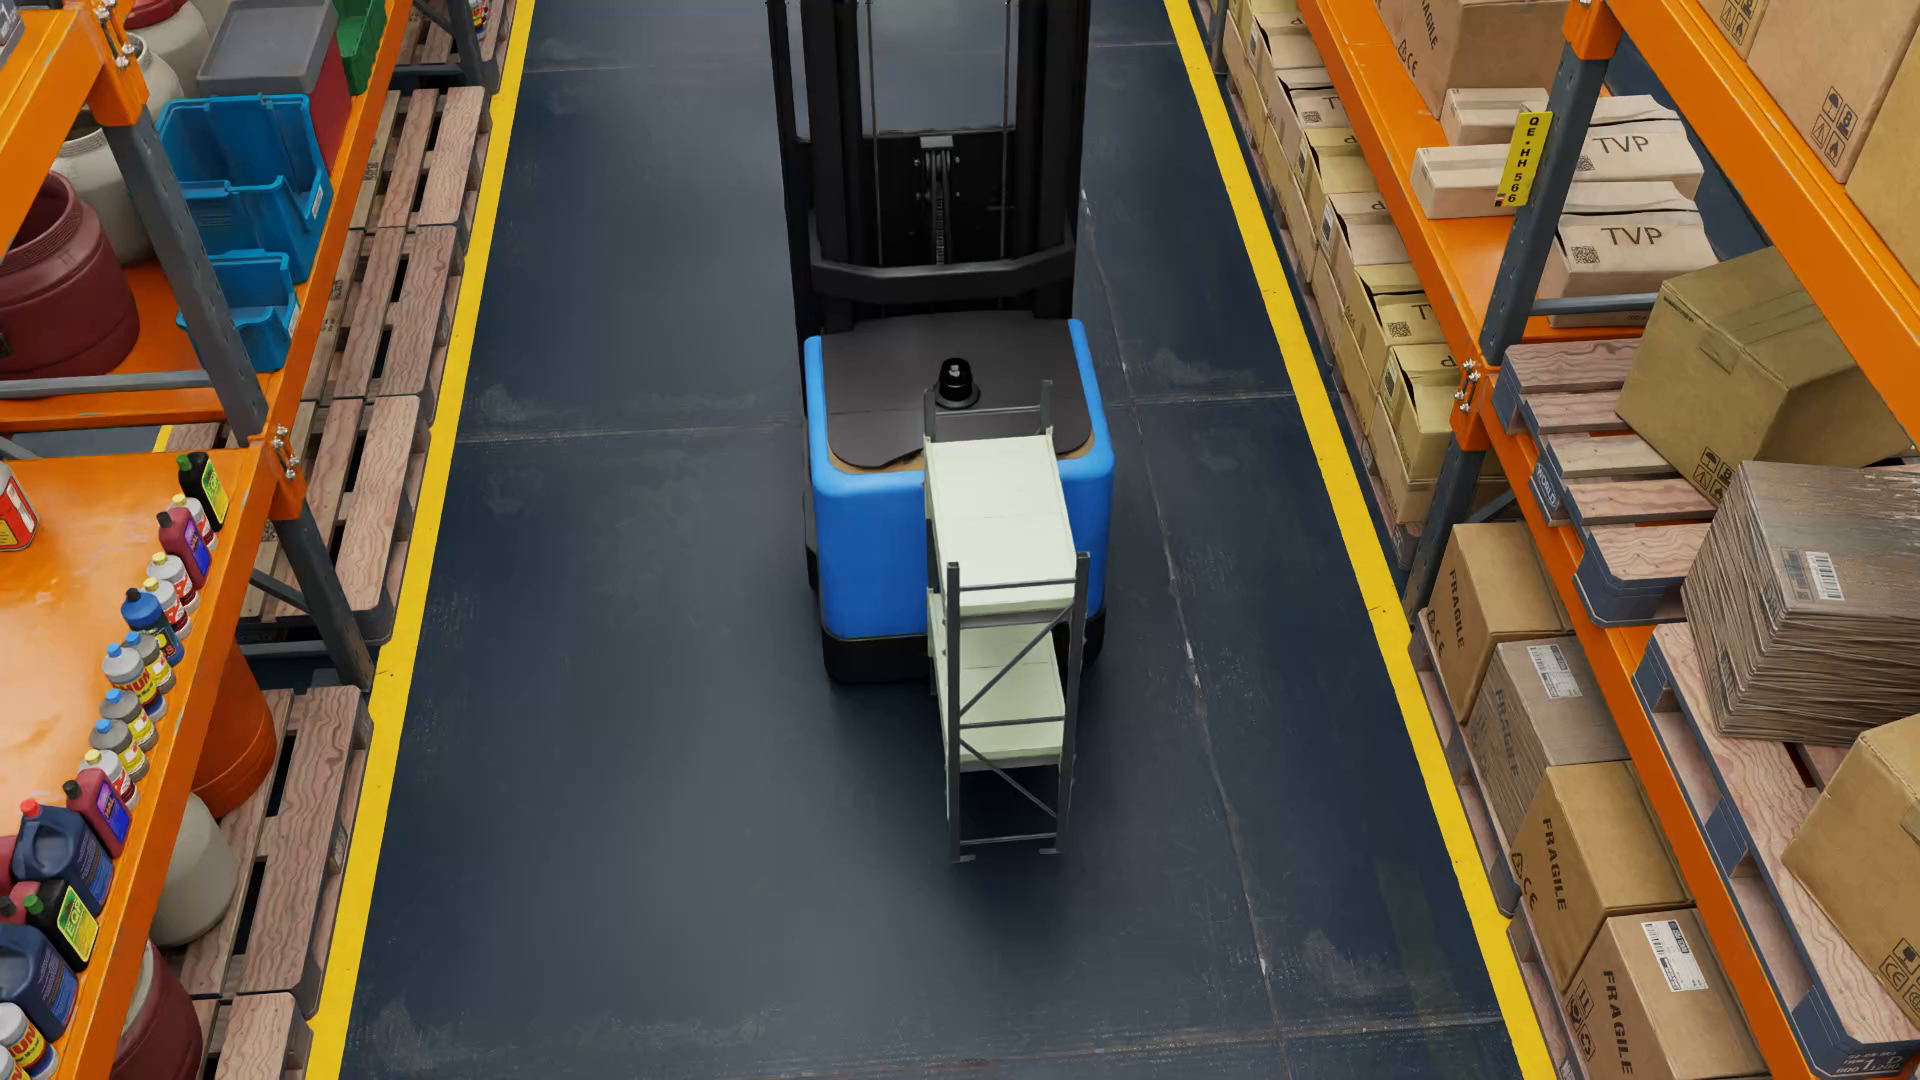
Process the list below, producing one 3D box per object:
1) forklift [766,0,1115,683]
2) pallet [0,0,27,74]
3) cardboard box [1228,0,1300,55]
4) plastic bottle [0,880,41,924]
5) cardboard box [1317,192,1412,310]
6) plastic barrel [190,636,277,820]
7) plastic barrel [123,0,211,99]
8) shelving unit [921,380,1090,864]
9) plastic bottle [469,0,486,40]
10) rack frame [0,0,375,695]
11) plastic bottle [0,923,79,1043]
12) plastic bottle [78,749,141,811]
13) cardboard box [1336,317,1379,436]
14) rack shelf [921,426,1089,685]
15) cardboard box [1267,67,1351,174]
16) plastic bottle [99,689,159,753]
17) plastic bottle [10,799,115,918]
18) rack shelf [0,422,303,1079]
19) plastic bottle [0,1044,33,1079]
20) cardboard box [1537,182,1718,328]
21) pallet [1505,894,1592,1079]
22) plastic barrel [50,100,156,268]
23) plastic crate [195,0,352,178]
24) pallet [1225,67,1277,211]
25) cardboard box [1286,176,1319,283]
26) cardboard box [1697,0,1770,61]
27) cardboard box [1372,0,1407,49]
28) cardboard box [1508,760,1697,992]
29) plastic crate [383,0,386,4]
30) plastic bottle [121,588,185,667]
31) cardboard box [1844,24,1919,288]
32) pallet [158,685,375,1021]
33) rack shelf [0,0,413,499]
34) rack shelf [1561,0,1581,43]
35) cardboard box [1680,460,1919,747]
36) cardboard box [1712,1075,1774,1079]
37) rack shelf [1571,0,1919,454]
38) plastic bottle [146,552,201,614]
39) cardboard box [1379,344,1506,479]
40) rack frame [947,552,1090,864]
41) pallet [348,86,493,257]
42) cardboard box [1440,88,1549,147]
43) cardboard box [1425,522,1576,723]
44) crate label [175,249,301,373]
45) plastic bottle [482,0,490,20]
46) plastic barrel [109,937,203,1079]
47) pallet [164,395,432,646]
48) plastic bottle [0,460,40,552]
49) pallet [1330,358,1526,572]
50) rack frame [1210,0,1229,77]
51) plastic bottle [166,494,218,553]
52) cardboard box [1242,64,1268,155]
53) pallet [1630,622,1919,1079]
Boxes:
[{"bbox_3d":[-0.129,-1.556,6.205,1.130,2.935,3.031,-4,47,-4],"label":"forklift"},{"bbox_3d":[-2.739,-0.879,3.580,1.003,0.211,1.213,-3,47,-3],"label":"pallet"},{"bbox_3d":[1.683,-2.741,8.499,0.500,0.311,0.500,-3,47,-3],"label":"cardboard box"},{"bbox_3d":[-2.185,0.896,3.916,0.061,0.283,0.133,-3,47,-3],"label":"plastic bottle"},{"bbox_3d":[1.852,-1.267,7.102,0.500,0.311,0.500,-4,47,-4],"label":"cardboard box"},{"bbox_3d":[-2.647,0.483,5.432,0.600,0.830,0.708,-3,47,-3],"label":"plastic barrel"},{"bbox_3d":[-3.081,-1.863,6.355,0.433,0.535,0.433,0,47,0],"label":"plastic barrel"},{"bbox_3d":[0.125,0.306,5.427,0.431,1.500,0.755,-4,47,-4],"label":"shelving unit"},{"bbox_3d":[-2.630,-2.836,8.946,0.097,0.271,0.097,0,47,0],"label":"plastic bottle"},{"bbox_3d":[-2.705,-0.471,5.131,1.000,3.000,0.127,-3,47,-3],"label":"rack frame"},{"bbox_3d":[-2.152,0.987,3.783,0.144,0.351,0.185,-3,47,-3],"label":"plastic bottle"},{"bbox_3d":[-2.178,0.608,4.245,0.097,0.201,0.097,0,47,0],"label":"plastic bottle"},{"bbox_3d":[1.897,-0.707,6.958,0.500,0.250,0.500,-4,47,-4],"label":"cardboard box"},{"bbox_3d":[0.125,0.038,5.143,0.431,0.370,0.720,-4,47,-4],"label":"rack shelf"},{"bbox_3d":[1.764,-2.005,7.801,0.500,0.311,0.500,-5,47,-5],"label":"cardboard box"},{"bbox_3d":[-2.195,0.467,4.378,0.097,0.201,0.097,0,47,0],"label":"plastic bottle"},{"bbox_3d":[-2.179,0.757,4.001,0.144,0.351,0.185,-3,47,-3],"label":"plastic bottle"},{"bbox_3d":[-2.538,1.223,4.021,1.077,0.370,4.000,-3,47,-3],"label":"rack shelf"},{"bbox_3d":[-2.109,1.186,3.650,0.097,0.271,0.097,0,47,0],"label":"plastic bottle"},{"bbox_3d":[2.244,-1.005,5.697,0.500,0.311,0.500,-1,47,-1],"label":"cardboard box"},{"bbox_3d":[2.355,1.612,5.078,1.003,0.211,1.213,-3,47,-3],"label":"pallet"},{"bbox_3d":[-3.004,-1.241,5.783,0.421,0.512,0.421,0,47,0],"label":"plastic barrel"},{"bbox_3d":[-2.536,-1.681,6.232,0.402,0.464,0.583,-3,47,-3],"label":"plastic crate"},{"bbox_3d":[1.997,-2.174,8.664,1.003,0.211,1.213,-3,47,-3],"label":"pallet"},{"bbox_3d":[1.812,-1.443,7.655,0.500,0.250,0.500,-3,47,-3],"label":"cardboard box"},{"bbox_3d":[2.301,-1.522,3.991,0.910,0.500,0.500,-3,47,-3],"label":"cardboard box"},{"bbox_3d":[2.030,-2.398,6.886,0.500,0.500,0.500,-3,47,-3],"label":"cardboard box"},{"bbox_3d":[2.071,1.027,5.130,0.500,0.500,0.500,-4,47,-4],"label":"cardboard box"},{"bbox_3d":[-2.638,-2.581,7.139,0.392,0.384,0.575,-3,47,-3],"label":"plastic crate"},{"bbox_3d":[-2.219,0.232,4.553,0.097,0.271,0.097,0,47,0],"label":"plastic bottle"},{"bbox_3d":[2.387,-0.777,3.285,0.910,0.500,0.500,-3,47,-3],"label":"cardboard box"},{"bbox_3d":[-2.598,1.055,5.605,1.003,0.211,1.213,-3,47,-3],"label":"pallet"},{"bbox_3d":[-2.873,-1.671,6.762,1.077,0.370,4.000,-3,47,-3],"label":"rack shelf"},{"bbox_3d":[2.064,-3.001,5.956,1.077,0.370,4.000,-3,47,-3],"label":"rack shelf"},{"bbox_3d":[2.282,0.174,4.162,0.700,0.500,0.500,4,47,4],"label":"cardboard box"},{"bbox_3d":[2.164,1.772,4.425,0.500,0.500,0.500,-3,47,-3],"label":"cardboard box"},{"bbox_3d":[2.399,-0.107,3.215,1.077,0.370,4.000,-3,47,-3],"label":"rack shelf"},{"bbox_3d":[-2.235,0.115,4.712,0.097,0.201,0.097,0,47,0],"label":"plastic bottle"},{"bbox_3d":[1.942,-0.526,6.400,0.500,0.311,0.500,-2,47,-2],"label":"cardboard box"},{"bbox_3d":[0.163,0.571,5.176,0.400,1.500,0.023,-4,47,-4],"label":"rack frame"},{"bbox_3d":[-2.936,-1.841,8.348,1.003,0.211,1.213,-3,47,-3],"label":"pallet"},{"bbox_3d":[2.068,-1.603,6.375,0.380,0.149,0.250,0,47,0],"label":"cardboard box"},{"bbox_3d":[1.984,0.285,5.833,0.500,0.500,0.500,-2,47,-2],"label":"cardboard box"},{"bbox_3d":[-2.367,-0.741,5.502,0.303,0.233,0.416,-3,47,-3],"label":"crate label"},{"bbox_3d":[-2.647,-2.959,9.111,0.097,0.201,0.097,0,47,0],"label":"plastic bottle"},{"bbox_3d":[-2.553,1.383,4.746,0.600,0.588,0.708,-3,47,-3],"label":"plastic barrel"},{"bbox_3d":[-2.731,-0.075,6.676,1.003,0.211,1.213,-3,47,-3],"label":"pallet"},{"bbox_3d":[-2.840,-0.105,4.869,0.152,0.276,0.135,-3,47,-3],"label":"plastic bottle"},{"bbox_3d":[2.201,-0.409,6.992,1.003,0.211,1.213,-3,47,-3],"label":"pallet"},{"bbox_3d":[1.896,-3.664,8.154,1.000,3.000,0.127,-3,47,-3],"label":"rack frame"},{"bbox_3d":[-2.255,-0.052,4.870,0.097,0.201,0.097,0,47,0],"label":"plastic bottle"},{"bbox_3d":[1.725,-2.186,8.359,0.500,0.250,0.500,-2,47,-2],"label":"cardboard box"},{"bbox_3d":[2.398,0.703,4.151,1.003,0.211,1.213,-3,47,-3],"label":"pallet"}]
